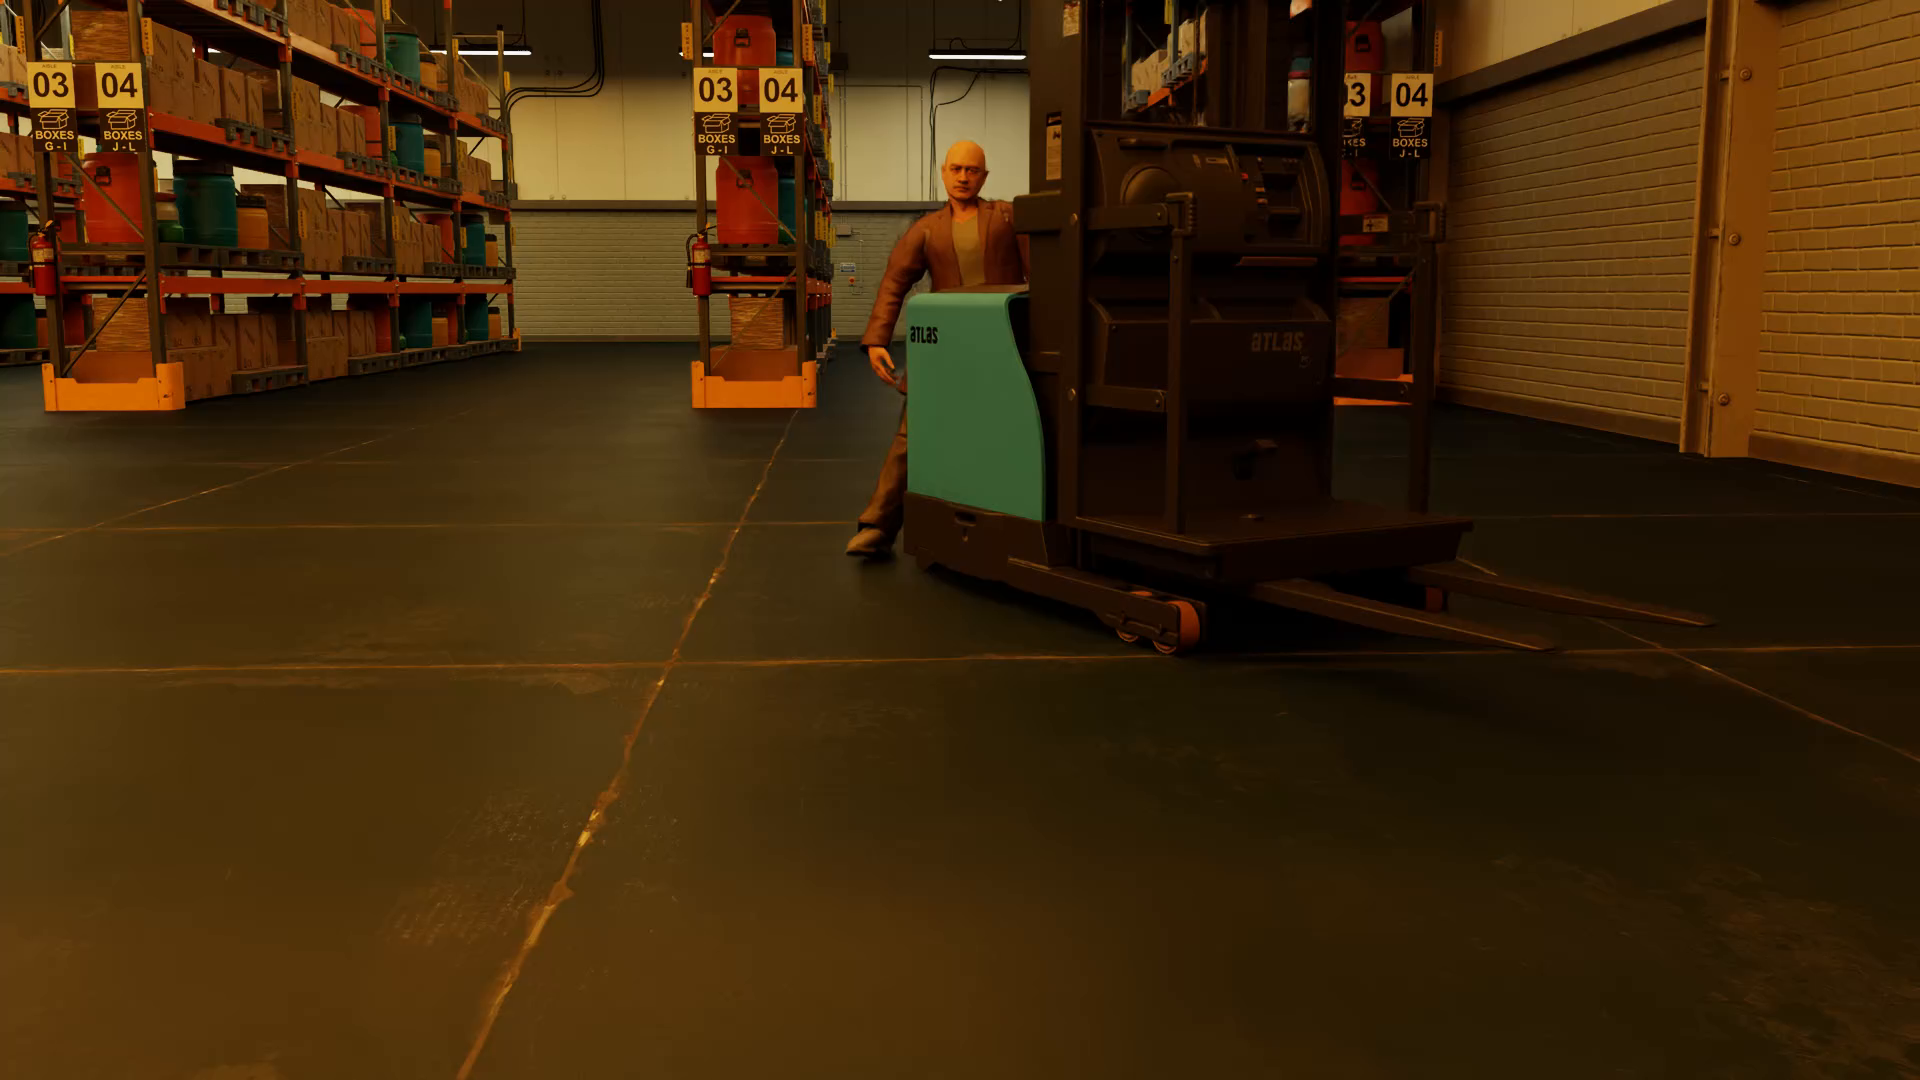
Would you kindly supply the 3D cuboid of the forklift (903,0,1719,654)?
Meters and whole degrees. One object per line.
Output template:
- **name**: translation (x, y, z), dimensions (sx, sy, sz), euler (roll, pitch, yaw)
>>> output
- **forklift**: translation (0.943, -1.182, 5.290), dimensions (1.130, 2.935, 3.031), euler (-5, 10, -29)

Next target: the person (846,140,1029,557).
- **person**: translation (-0.031, -0.768, 6.722), dimensions (0.774, 1.695, 0.751), euler (2, 9, 12)
